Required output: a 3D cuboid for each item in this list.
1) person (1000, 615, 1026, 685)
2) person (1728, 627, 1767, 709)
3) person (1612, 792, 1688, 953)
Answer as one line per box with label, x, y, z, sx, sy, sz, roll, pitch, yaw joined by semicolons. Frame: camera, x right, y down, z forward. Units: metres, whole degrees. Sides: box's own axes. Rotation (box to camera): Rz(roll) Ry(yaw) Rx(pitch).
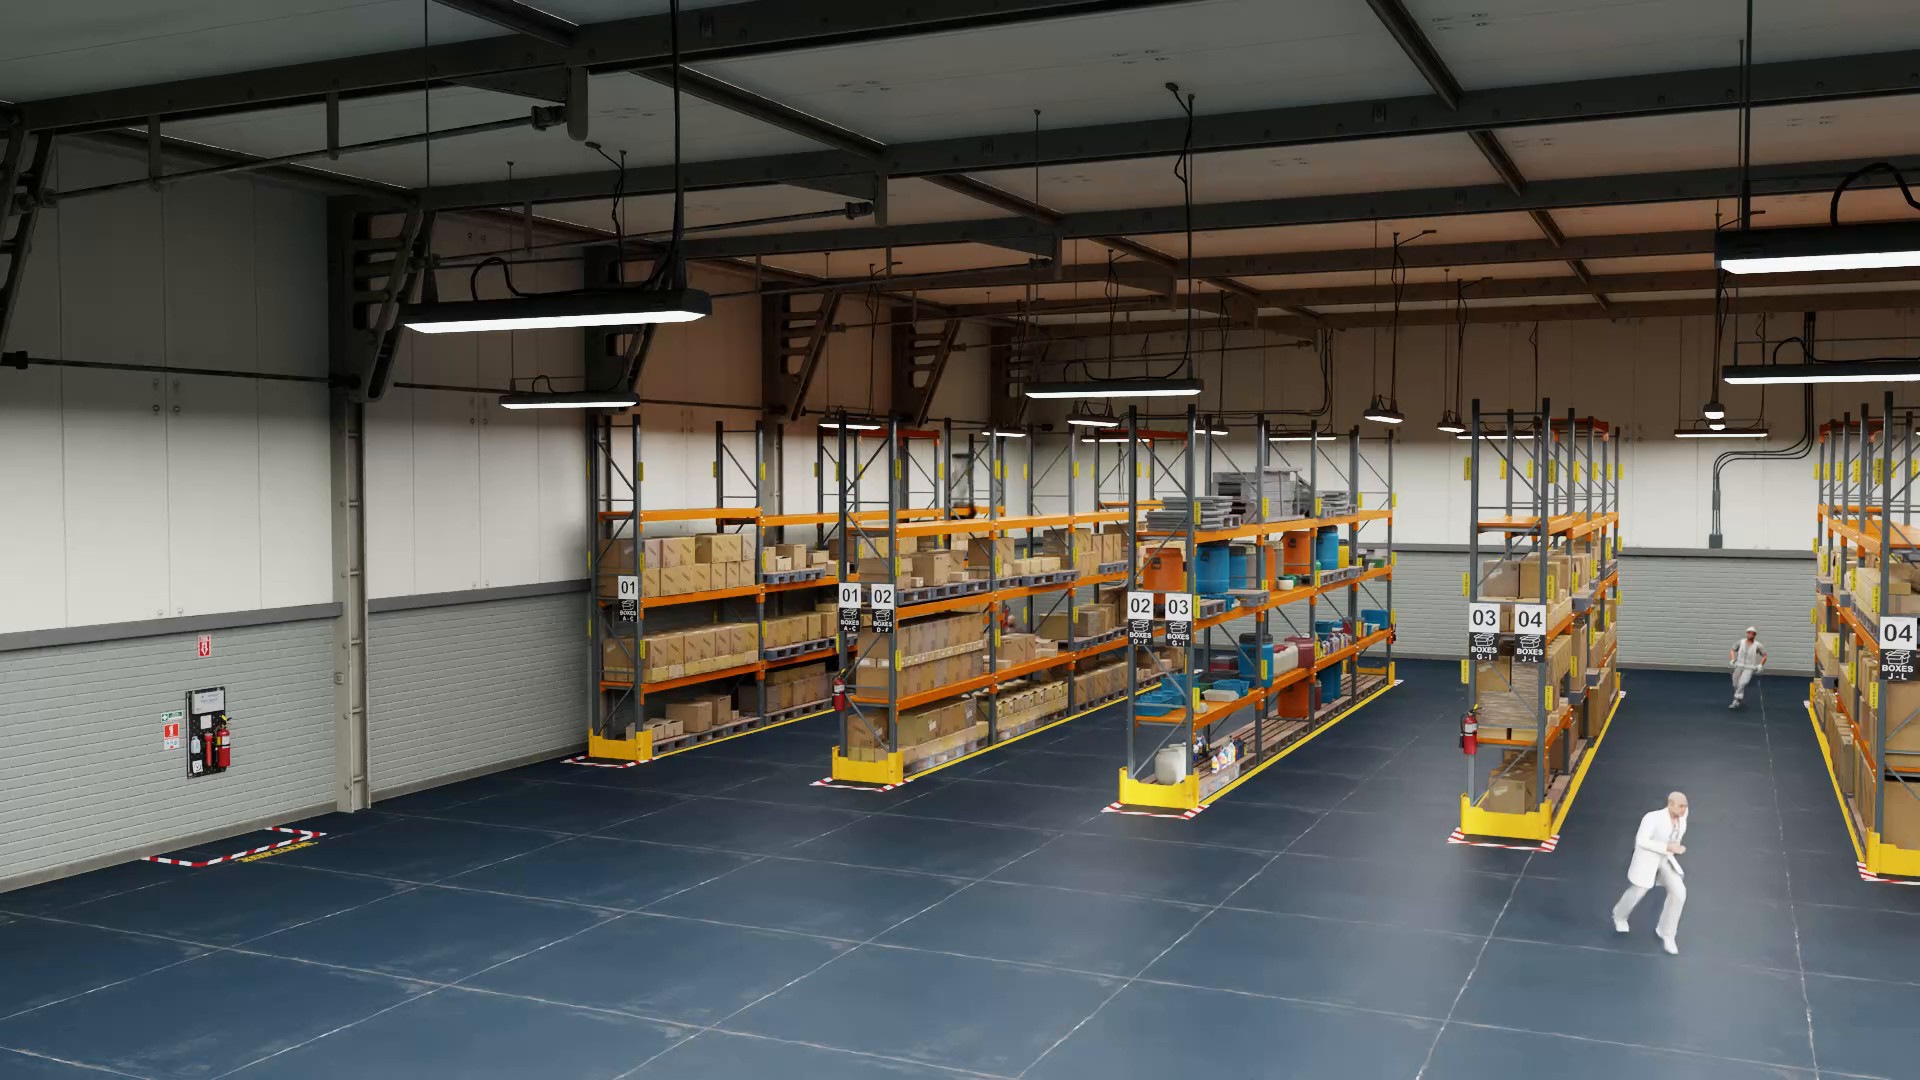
person;1.159;2.577;37.243;0.713;1.802;0.985;2;3;34
person;16.591;2.699;35.039;0.712;1.723;0.761;2;3;38
person;7.332;3.466;17.610;0.751;1.737;1.072;-1;2;-20
